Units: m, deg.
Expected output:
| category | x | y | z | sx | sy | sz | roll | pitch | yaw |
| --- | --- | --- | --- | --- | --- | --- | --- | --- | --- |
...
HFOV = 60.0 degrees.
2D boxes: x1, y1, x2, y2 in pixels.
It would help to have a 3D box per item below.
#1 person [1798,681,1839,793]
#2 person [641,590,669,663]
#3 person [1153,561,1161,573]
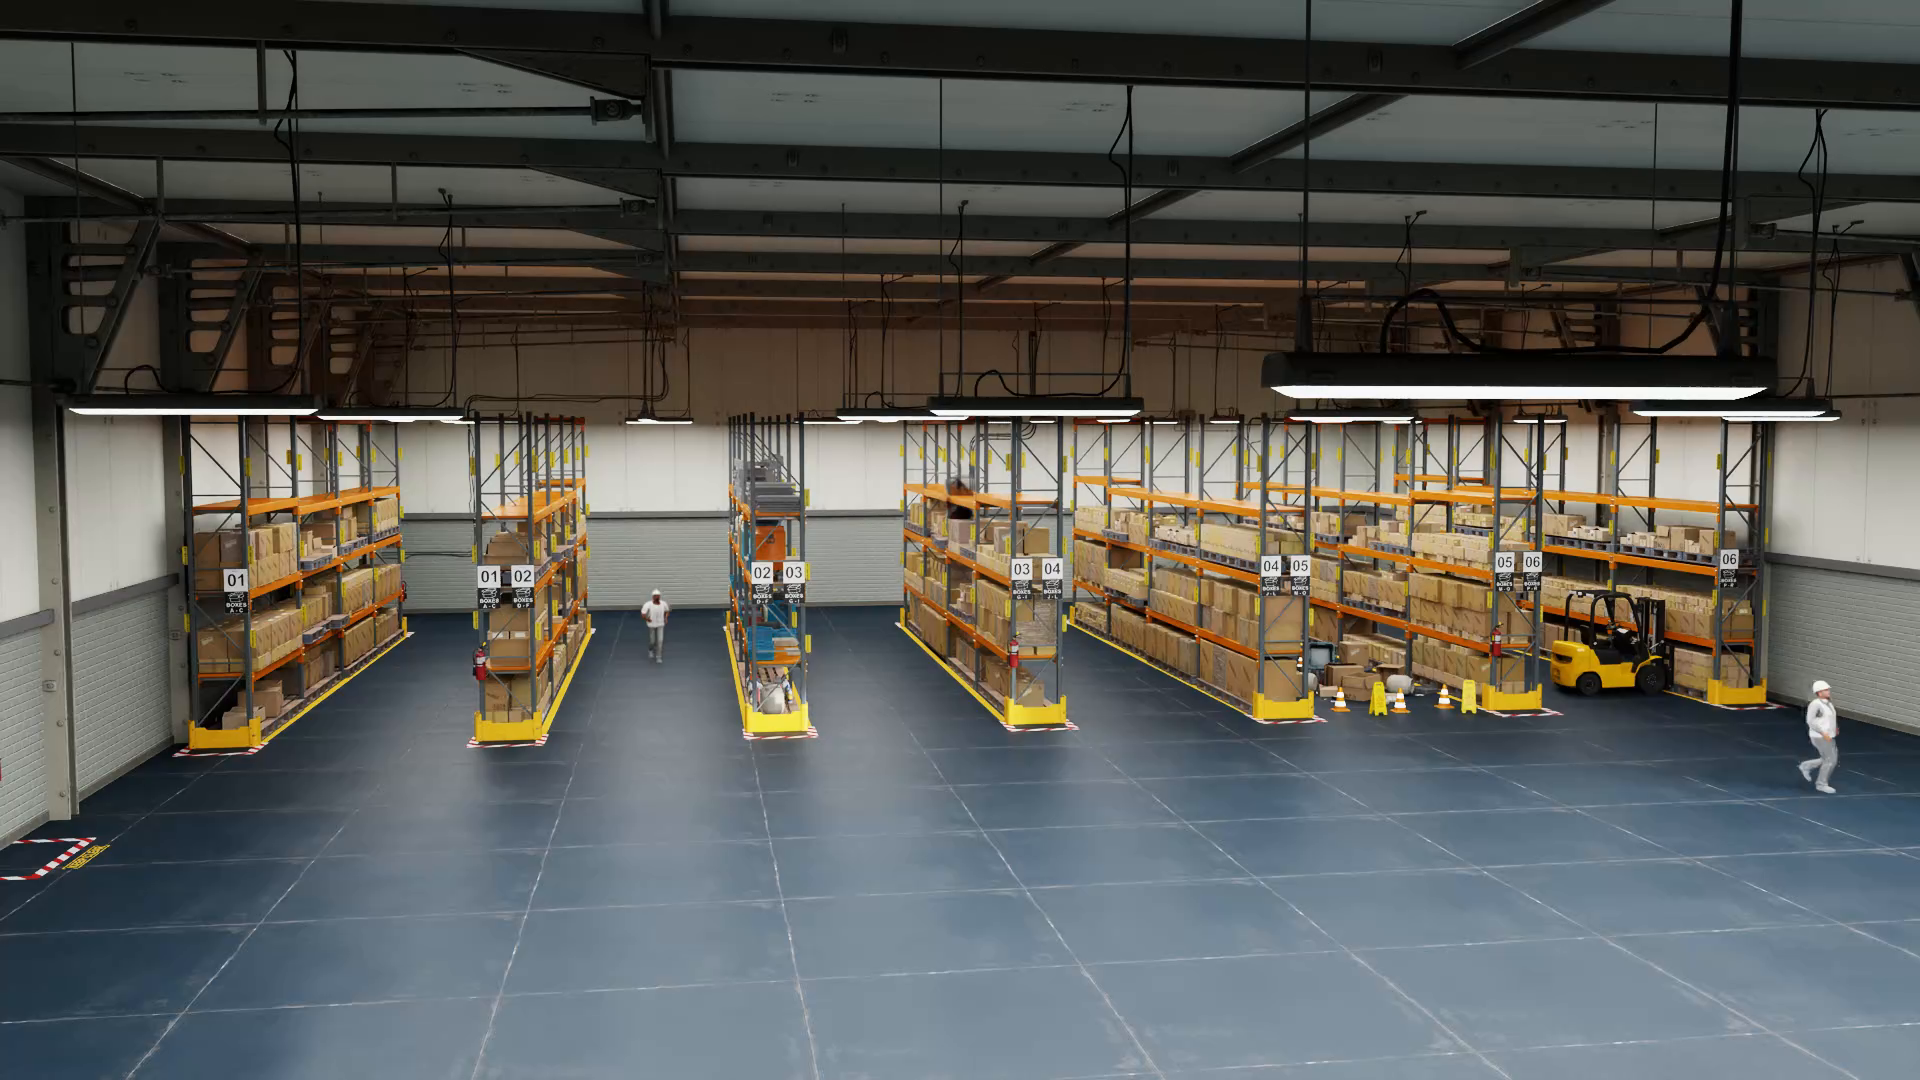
| category | x | y | z | sx | sy | sz | roll | pitch | yaw |
| --- | --- | --- | --- | --- | --- | --- | --- | --- | --- |
| person | 13.532 | 3.082 | 26.200 | 0.660 | 1.746 | 0.578 | -4 | 5 | -45 |
| person | -7.374 | 2.083 | 40.350 | 0.714 | 1.750 | 0.879 | -2 | 4 | -22 |
| person | 5.881 | 1.476 | 50.233 | 0.549 | 1.666 | 0.598 | 0 | 4 | -7 |
